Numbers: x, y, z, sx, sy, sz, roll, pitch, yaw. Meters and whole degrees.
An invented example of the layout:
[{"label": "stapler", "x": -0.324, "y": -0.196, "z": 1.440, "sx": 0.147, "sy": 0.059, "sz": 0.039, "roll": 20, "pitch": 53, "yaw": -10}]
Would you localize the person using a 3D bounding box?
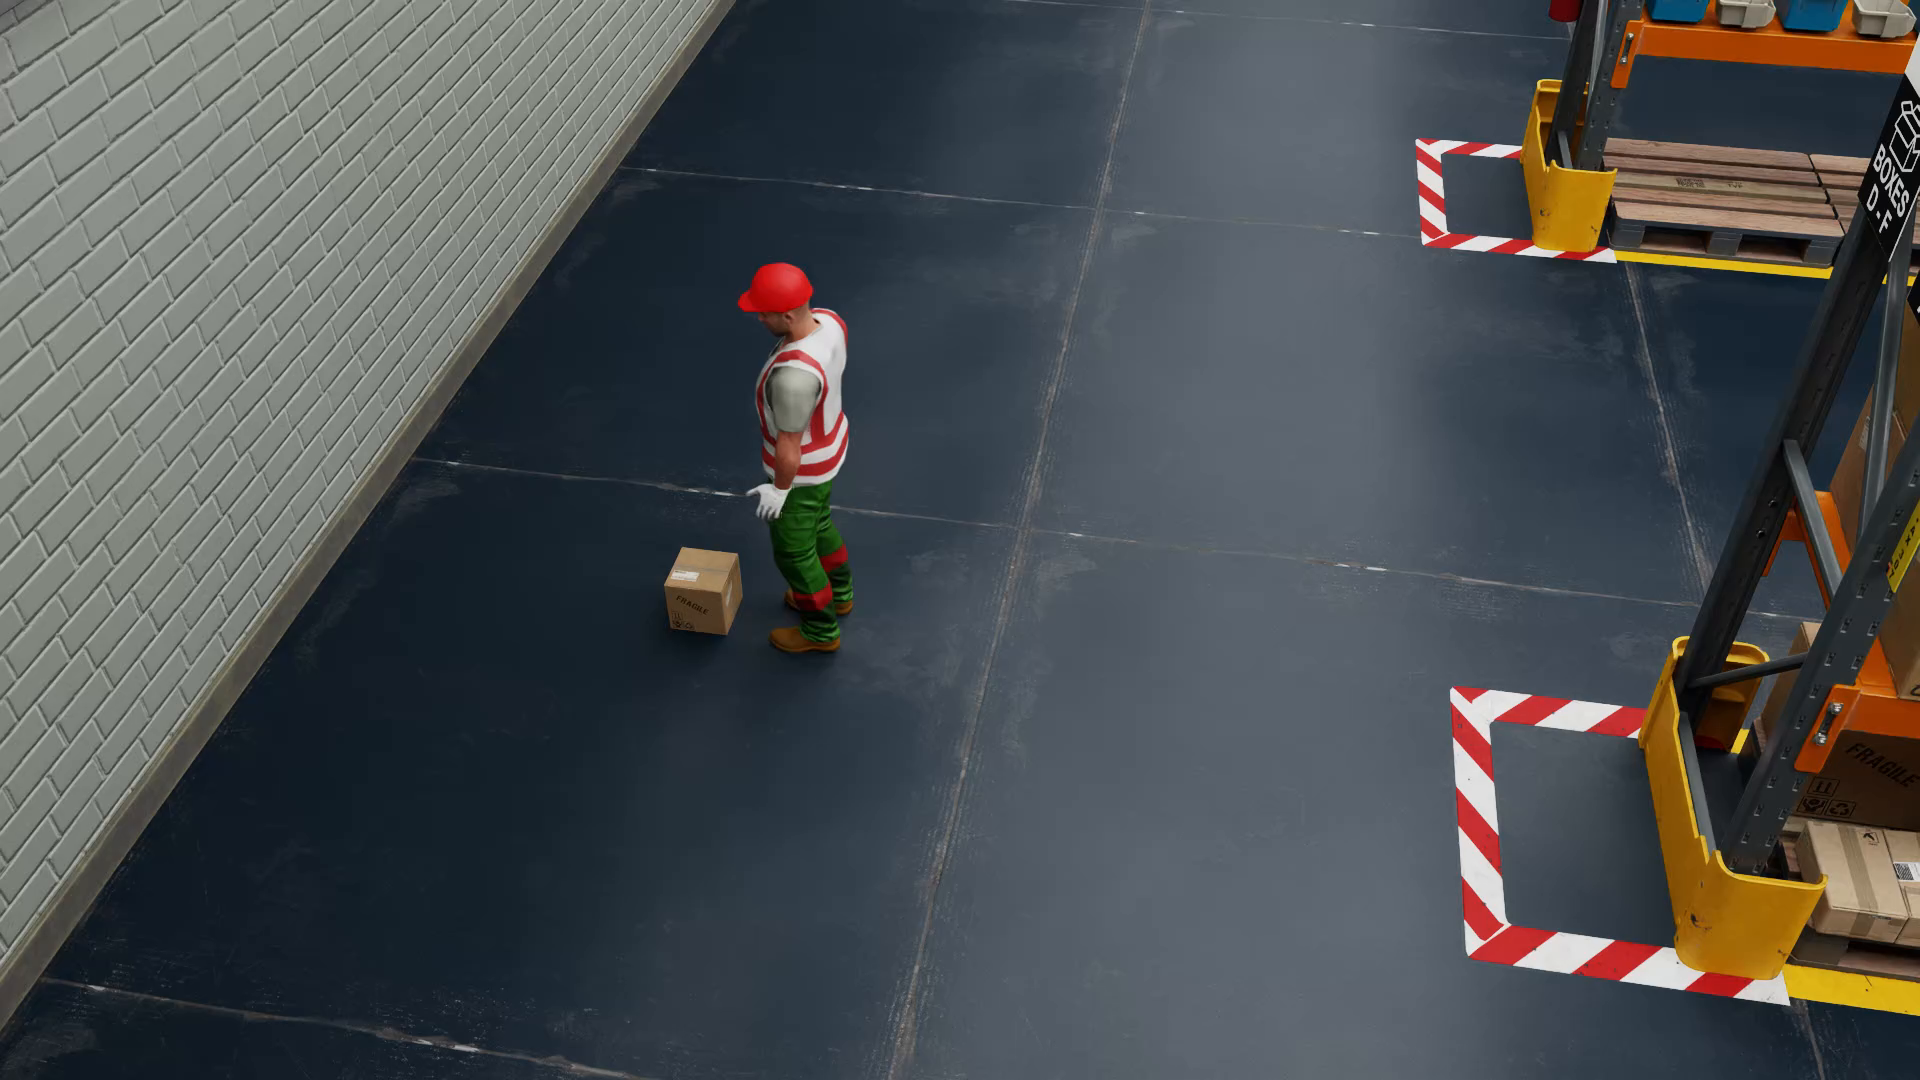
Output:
[{"label": "person", "x": -0.623, "y": -0.301, "z": 6.506, "sx": 0.364, "sy": 1.778, "sz": 0.529, "roll": 7, "pitch": 41, "yaw": 9}]
